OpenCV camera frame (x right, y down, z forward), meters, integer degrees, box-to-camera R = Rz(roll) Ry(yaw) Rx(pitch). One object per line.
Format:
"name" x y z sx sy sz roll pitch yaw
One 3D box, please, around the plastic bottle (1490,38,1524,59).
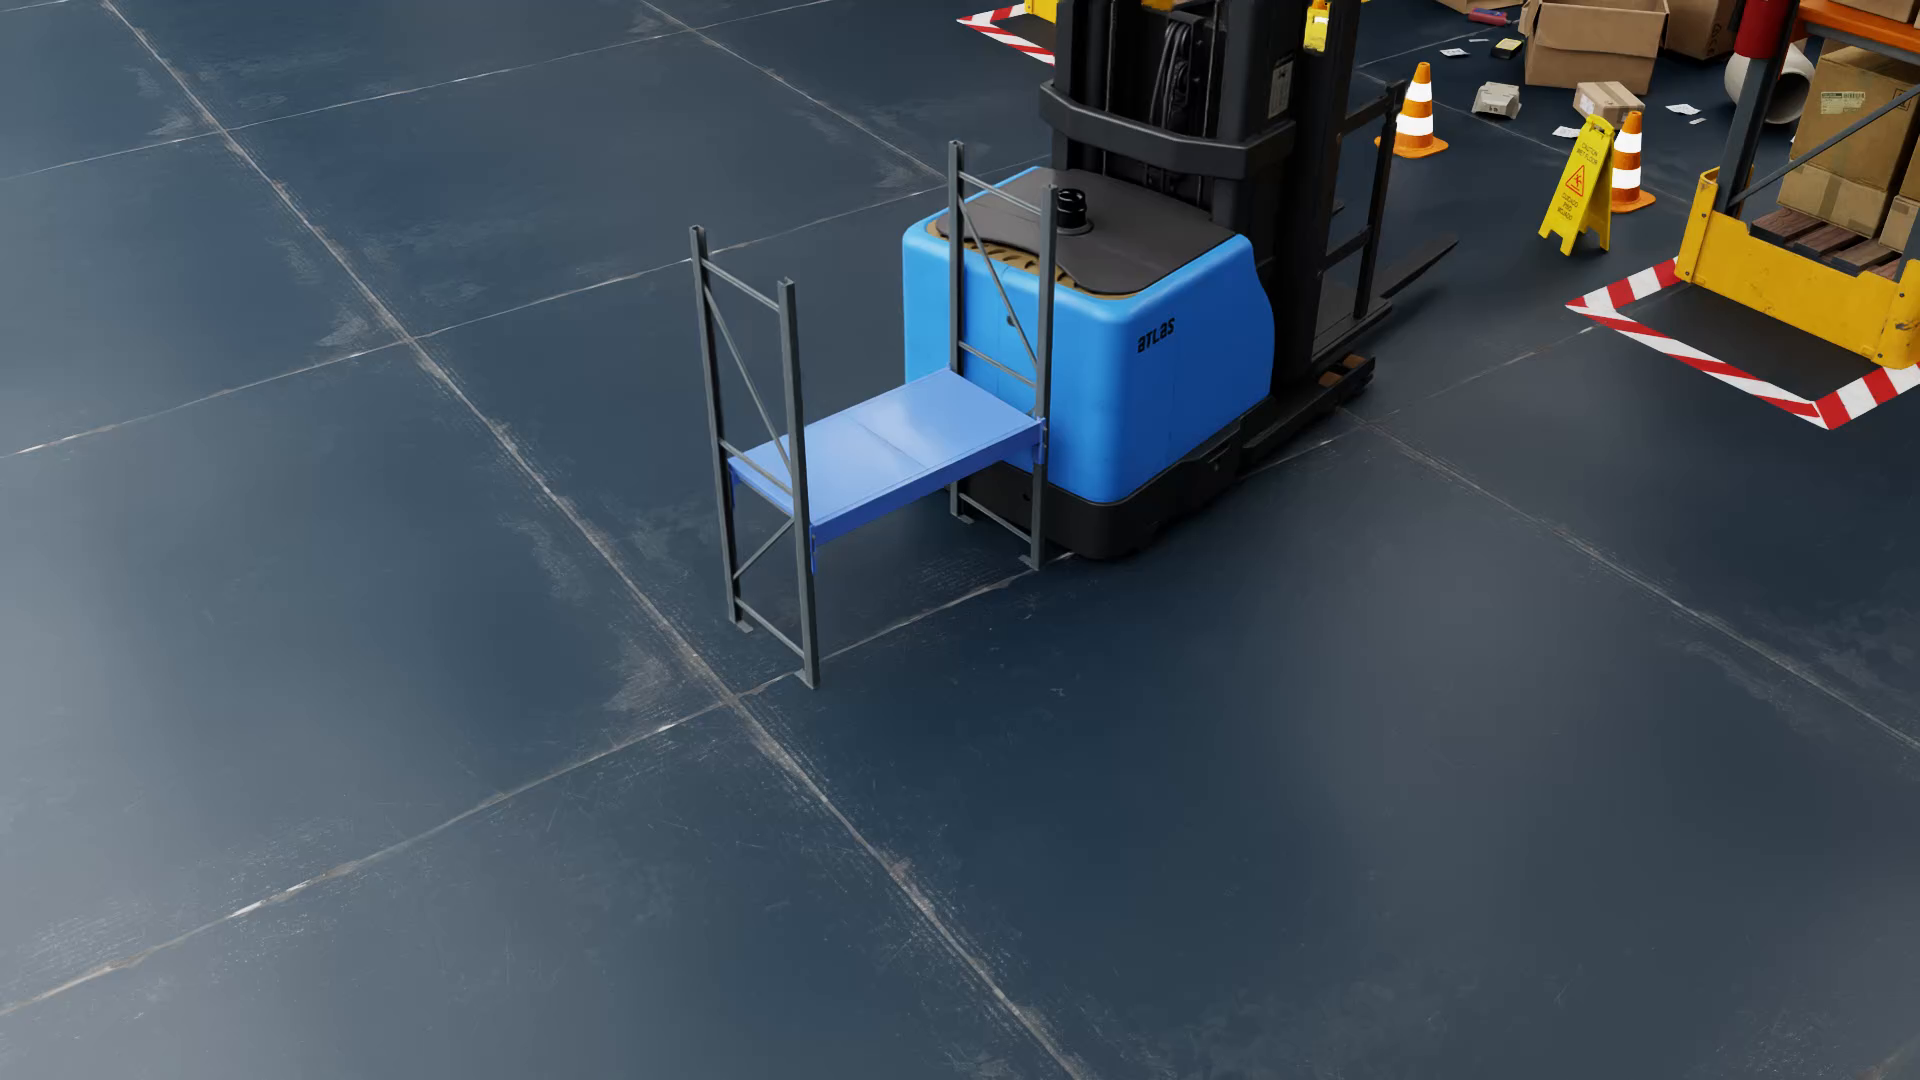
"plastic bottle" 3.478 -3.125 10.543 0.133 0.061 0.283 22 41 28

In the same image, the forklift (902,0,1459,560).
"forklift" 1.120 -1.902 6.384 1.130 2.935 3.031 27 44 32

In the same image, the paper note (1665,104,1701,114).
"paper note" 4.247 -2.533 9.756 0.142 0.019 0.148 -9 37 -12

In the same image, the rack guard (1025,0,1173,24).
"rack guard" 0.887 -3.566 10.781 0.348 0.500 1.175 -22 41 -28

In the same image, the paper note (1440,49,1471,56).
"paper note" 3.132 -3.086 10.517 0.142 0.017 0.144 -9 37 -12

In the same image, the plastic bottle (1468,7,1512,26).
"plastic bottle" 3.524 -3.457 11.004 0.283 0.061 0.133 22 41 28

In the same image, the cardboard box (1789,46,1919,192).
"cardboard box" 4.345 -2.013 7.834 0.500 0.500 0.500 -22 41 -28

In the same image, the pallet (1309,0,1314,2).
"pallet" 2.511 -4.172 11.869 1.213 0.211 1.003 -22 41 -28

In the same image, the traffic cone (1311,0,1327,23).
"traffic cone" 2.159 -3.060 10.109 0.334 0.463 0.336 -22 41 -28

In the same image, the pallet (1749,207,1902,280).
"pallet" 4.587 -1.411 8.031 1.213 0.211 1.003 -22 41 -28

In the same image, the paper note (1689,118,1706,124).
"paper note" 4.262 -2.421 9.607 0.123 0.001 0.032 -22 41 -28

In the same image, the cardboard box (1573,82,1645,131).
"cardboard box" 3.748 -2.508 9.610 0.250 0.149 0.380 -3 36 -4

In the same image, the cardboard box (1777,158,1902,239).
"cardboard box" 4.366 -1.723 8.073 0.500 0.250 0.500 -23 41 -28

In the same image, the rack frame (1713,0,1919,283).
"rack frame" 3.841 -2.261 6.825 0.127 3.000 1.000 -22 41 -28

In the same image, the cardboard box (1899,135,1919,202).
"cardboard box" 4.678 -1.767 7.491 0.500 0.500 0.500 -24 42 -29

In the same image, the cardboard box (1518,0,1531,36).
"cardboard box" 3.832 -3.368 10.705 0.258 0.266 0.396 -15 38 -20

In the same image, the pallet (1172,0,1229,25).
"pallet" 1.515 -3.764 11.302 1.213 0.211 1.003 -22 41 -28

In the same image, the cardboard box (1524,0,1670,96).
"cardboard box" 3.818 -3.047 10.055 0.797 0.503 0.637 9 37 12

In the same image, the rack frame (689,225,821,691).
"rack frame" -0.639 -0.222 5.274 0.032 1.500 0.500 -26 43 -32

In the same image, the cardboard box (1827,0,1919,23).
"cardboard box" 4.023 -2.387 7.215 0.250 0.149 0.380 -21 41 -26

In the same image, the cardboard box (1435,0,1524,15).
"cardboard box" 3.498 -3.909 11.255 0.500 0.500 0.500 -15 38 -20

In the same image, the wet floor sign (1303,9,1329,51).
"wet floor sign" 2.023 -2.679 9.422 0.267 0.644 0.232 30 45 35

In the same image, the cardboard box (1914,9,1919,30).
"cardboard box" 4.237 -2.174 6.919 0.250 0.149 0.380 -22 41 -28

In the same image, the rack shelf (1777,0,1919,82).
"rack shelf" 5.475 -2.642 7.970 4.000 0.370 1.077 -22 41 -28

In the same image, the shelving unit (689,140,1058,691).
"shelving unit" -0.252 -0.414 5.541 1.048 1.500 0.538 -26 43 -32

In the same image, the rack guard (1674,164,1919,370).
"rack guard" 3.903 -1.272 7.590 0.348 0.500 1.175 -22 41 -28

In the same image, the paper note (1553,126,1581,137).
"paper note" 3.467 -2.324 9.454 0.148 0.019 0.142 22 41 28

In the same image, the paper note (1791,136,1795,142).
"paper note" 4.749 -2.240 9.338 0.142 0.019 0.148 22 41 28

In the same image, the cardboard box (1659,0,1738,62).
"cardboard box" 4.577 -3.420 10.458 0.503 0.637 0.797 -22 41 -28

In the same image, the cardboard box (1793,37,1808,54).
"cardboard box" 5.208 -3.247 10.537 0.258 0.266 0.396 9 37 12

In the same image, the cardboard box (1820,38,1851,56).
"cardboard box" 5.450 -2.882 9.826 0.500 0.500 0.500 3 36 4

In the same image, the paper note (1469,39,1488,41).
"paper note" 3.345 -3.222 10.721 0.123 0.001 0.032 -3 36 -4

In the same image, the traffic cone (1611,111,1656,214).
"traffic cone" 3.449 -1.991 8.622 0.334 0.463 0.336 -22 41 -28

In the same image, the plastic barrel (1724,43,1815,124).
"plastic barrel" 4.657 -2.632 9.547 0.421 0.421 0.512 3 36 4

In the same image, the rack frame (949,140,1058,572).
"rack frame" 0.136 -0.606 5.809 0.032 1.500 0.500 -26 43 -32

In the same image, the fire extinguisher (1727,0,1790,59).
"fire extinguisher" 3.482 -2.411 7.099 0.183 0.674 0.296 -22 41 -28

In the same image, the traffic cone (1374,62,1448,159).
"traffic cone" 2.532 -2.407 9.200 0.334 0.463 0.336 -22 41 -28

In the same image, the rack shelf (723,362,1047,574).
"rack shelf" -0.252 -0.268 5.646 1.000 0.185 0.538 -26 43 -32

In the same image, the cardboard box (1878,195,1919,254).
"cardboard box" 4.659 -1.454 7.699 0.500 0.250 0.500 -23 42 -28

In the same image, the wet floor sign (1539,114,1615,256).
"wet floor sign" 3.069 -1.752 8.133 0.232 0.644 0.267 -9 37 -12

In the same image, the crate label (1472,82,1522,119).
"crate label" 3.138 -2.568 9.704 0.250 0.136 0.298 15 38 20
